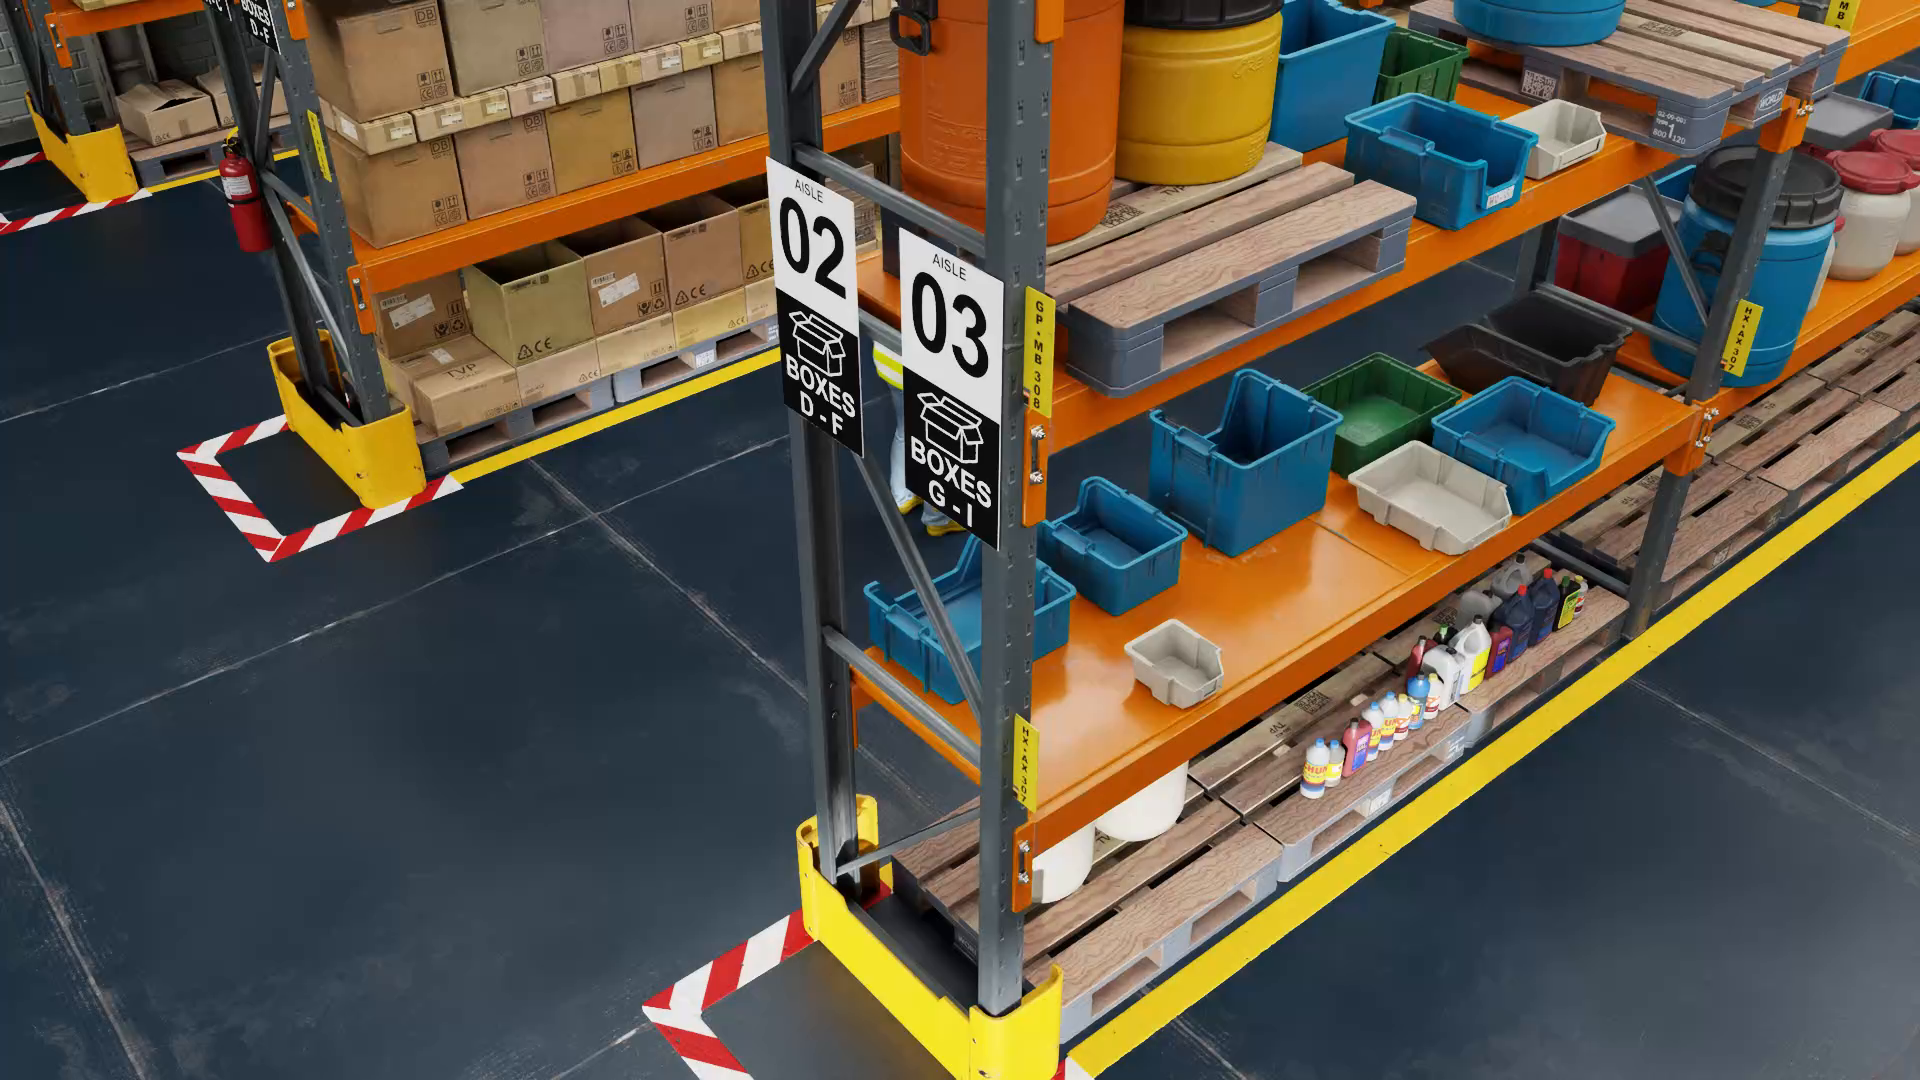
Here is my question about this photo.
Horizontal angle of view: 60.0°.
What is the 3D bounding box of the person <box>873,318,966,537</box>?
[{"bbox_3d":[-0.174,-0.860,8.263,0.461,1.757,0.628,-26,43,-31],"label":"person"}]
